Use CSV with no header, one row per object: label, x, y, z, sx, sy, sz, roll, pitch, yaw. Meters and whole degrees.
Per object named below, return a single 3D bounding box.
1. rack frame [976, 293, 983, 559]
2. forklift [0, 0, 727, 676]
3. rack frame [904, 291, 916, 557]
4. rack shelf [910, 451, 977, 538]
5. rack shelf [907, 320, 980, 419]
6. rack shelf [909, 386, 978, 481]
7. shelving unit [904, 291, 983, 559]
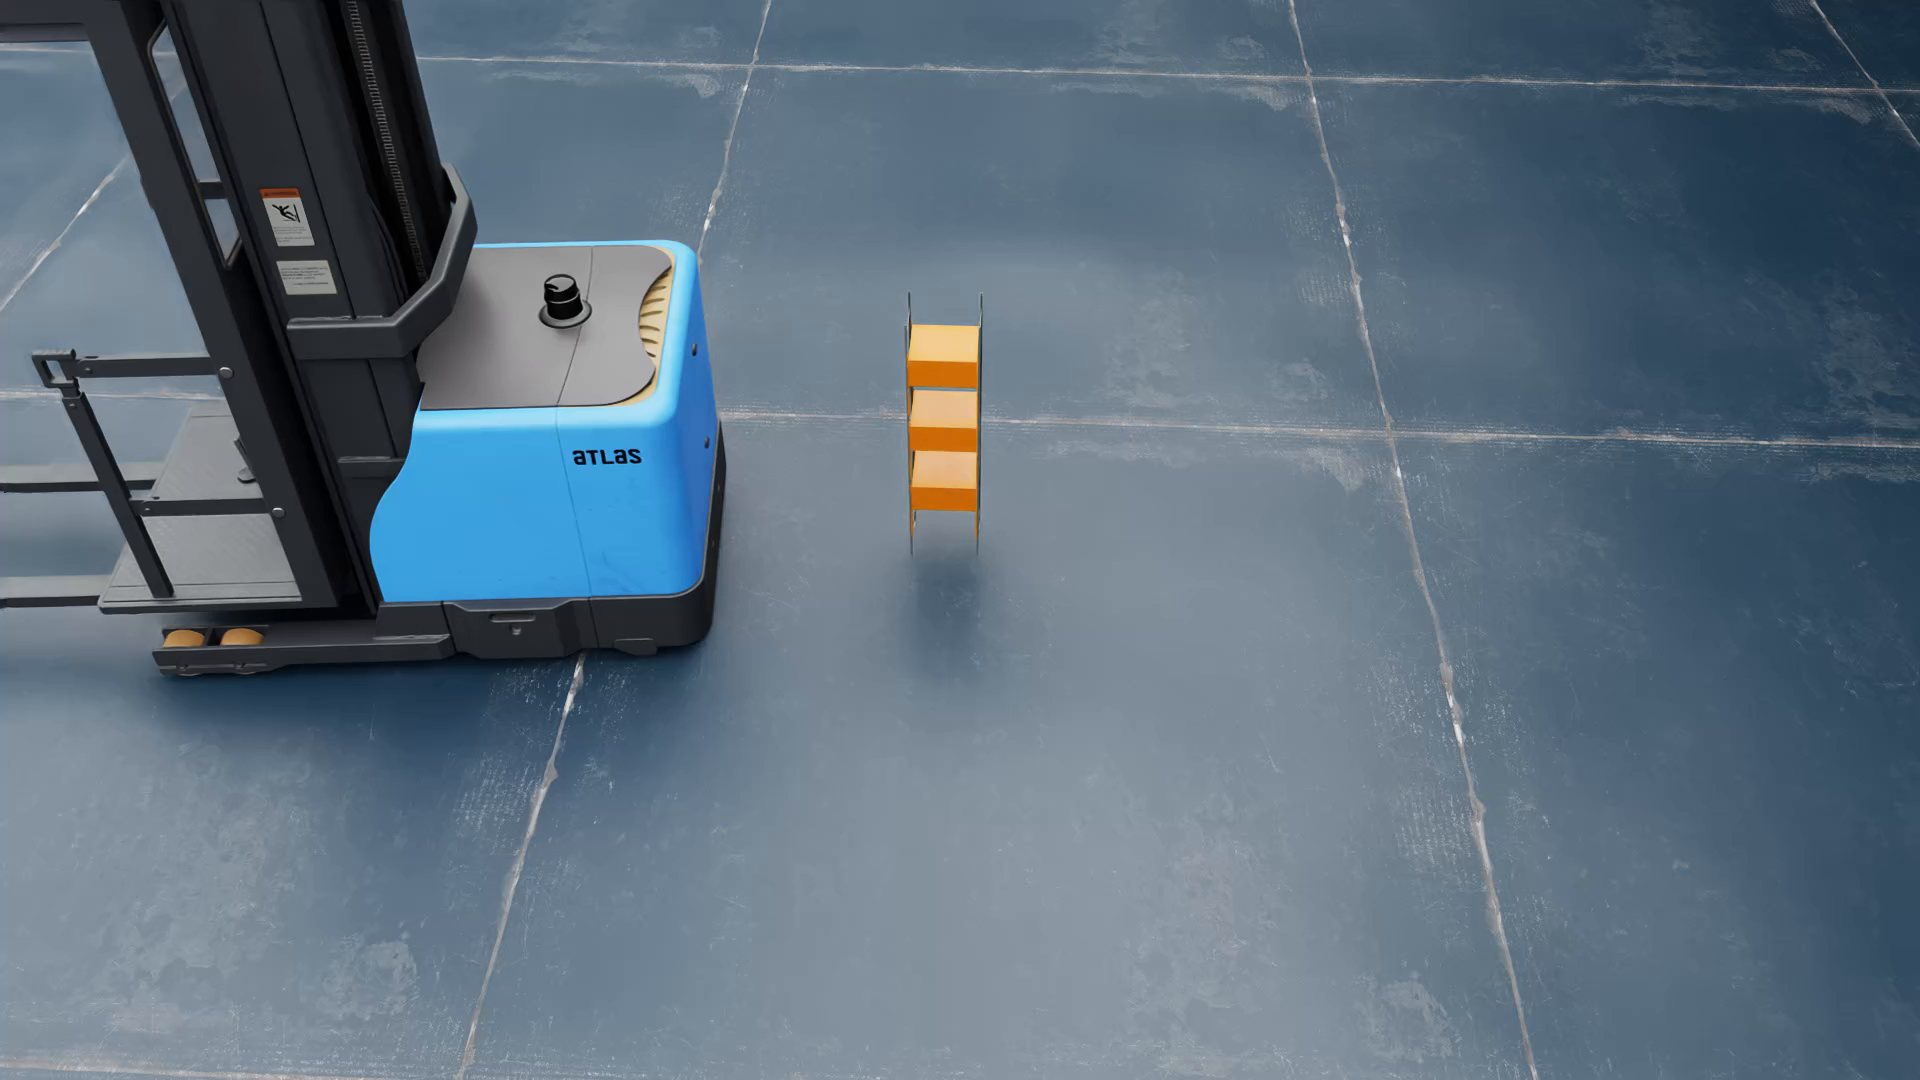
rack frame,0.068,-0.382,5.890,0.008,1.050,0.200,2,43,2
forklift,-2.401,-0.972,5.143,3.031,2.935,1.130,-2,43,-2
rack frame,-0.175,-0.390,5.898,0.008,1.050,0.200,2,43,2
rack shelf,-0.053,-0.175,6.091,0.240,0.259,0.215,2,43,2
rack shelf,-0.053,-0.586,5.708,0.240,0.259,0.215,2,43,2
rack shelf,-0.053,-0.378,5.901,0.240,0.259,0.215,2,43,2
shelving unit,-0.053,-0.386,5.894,0.252,1.050,0.215,2,43,2
